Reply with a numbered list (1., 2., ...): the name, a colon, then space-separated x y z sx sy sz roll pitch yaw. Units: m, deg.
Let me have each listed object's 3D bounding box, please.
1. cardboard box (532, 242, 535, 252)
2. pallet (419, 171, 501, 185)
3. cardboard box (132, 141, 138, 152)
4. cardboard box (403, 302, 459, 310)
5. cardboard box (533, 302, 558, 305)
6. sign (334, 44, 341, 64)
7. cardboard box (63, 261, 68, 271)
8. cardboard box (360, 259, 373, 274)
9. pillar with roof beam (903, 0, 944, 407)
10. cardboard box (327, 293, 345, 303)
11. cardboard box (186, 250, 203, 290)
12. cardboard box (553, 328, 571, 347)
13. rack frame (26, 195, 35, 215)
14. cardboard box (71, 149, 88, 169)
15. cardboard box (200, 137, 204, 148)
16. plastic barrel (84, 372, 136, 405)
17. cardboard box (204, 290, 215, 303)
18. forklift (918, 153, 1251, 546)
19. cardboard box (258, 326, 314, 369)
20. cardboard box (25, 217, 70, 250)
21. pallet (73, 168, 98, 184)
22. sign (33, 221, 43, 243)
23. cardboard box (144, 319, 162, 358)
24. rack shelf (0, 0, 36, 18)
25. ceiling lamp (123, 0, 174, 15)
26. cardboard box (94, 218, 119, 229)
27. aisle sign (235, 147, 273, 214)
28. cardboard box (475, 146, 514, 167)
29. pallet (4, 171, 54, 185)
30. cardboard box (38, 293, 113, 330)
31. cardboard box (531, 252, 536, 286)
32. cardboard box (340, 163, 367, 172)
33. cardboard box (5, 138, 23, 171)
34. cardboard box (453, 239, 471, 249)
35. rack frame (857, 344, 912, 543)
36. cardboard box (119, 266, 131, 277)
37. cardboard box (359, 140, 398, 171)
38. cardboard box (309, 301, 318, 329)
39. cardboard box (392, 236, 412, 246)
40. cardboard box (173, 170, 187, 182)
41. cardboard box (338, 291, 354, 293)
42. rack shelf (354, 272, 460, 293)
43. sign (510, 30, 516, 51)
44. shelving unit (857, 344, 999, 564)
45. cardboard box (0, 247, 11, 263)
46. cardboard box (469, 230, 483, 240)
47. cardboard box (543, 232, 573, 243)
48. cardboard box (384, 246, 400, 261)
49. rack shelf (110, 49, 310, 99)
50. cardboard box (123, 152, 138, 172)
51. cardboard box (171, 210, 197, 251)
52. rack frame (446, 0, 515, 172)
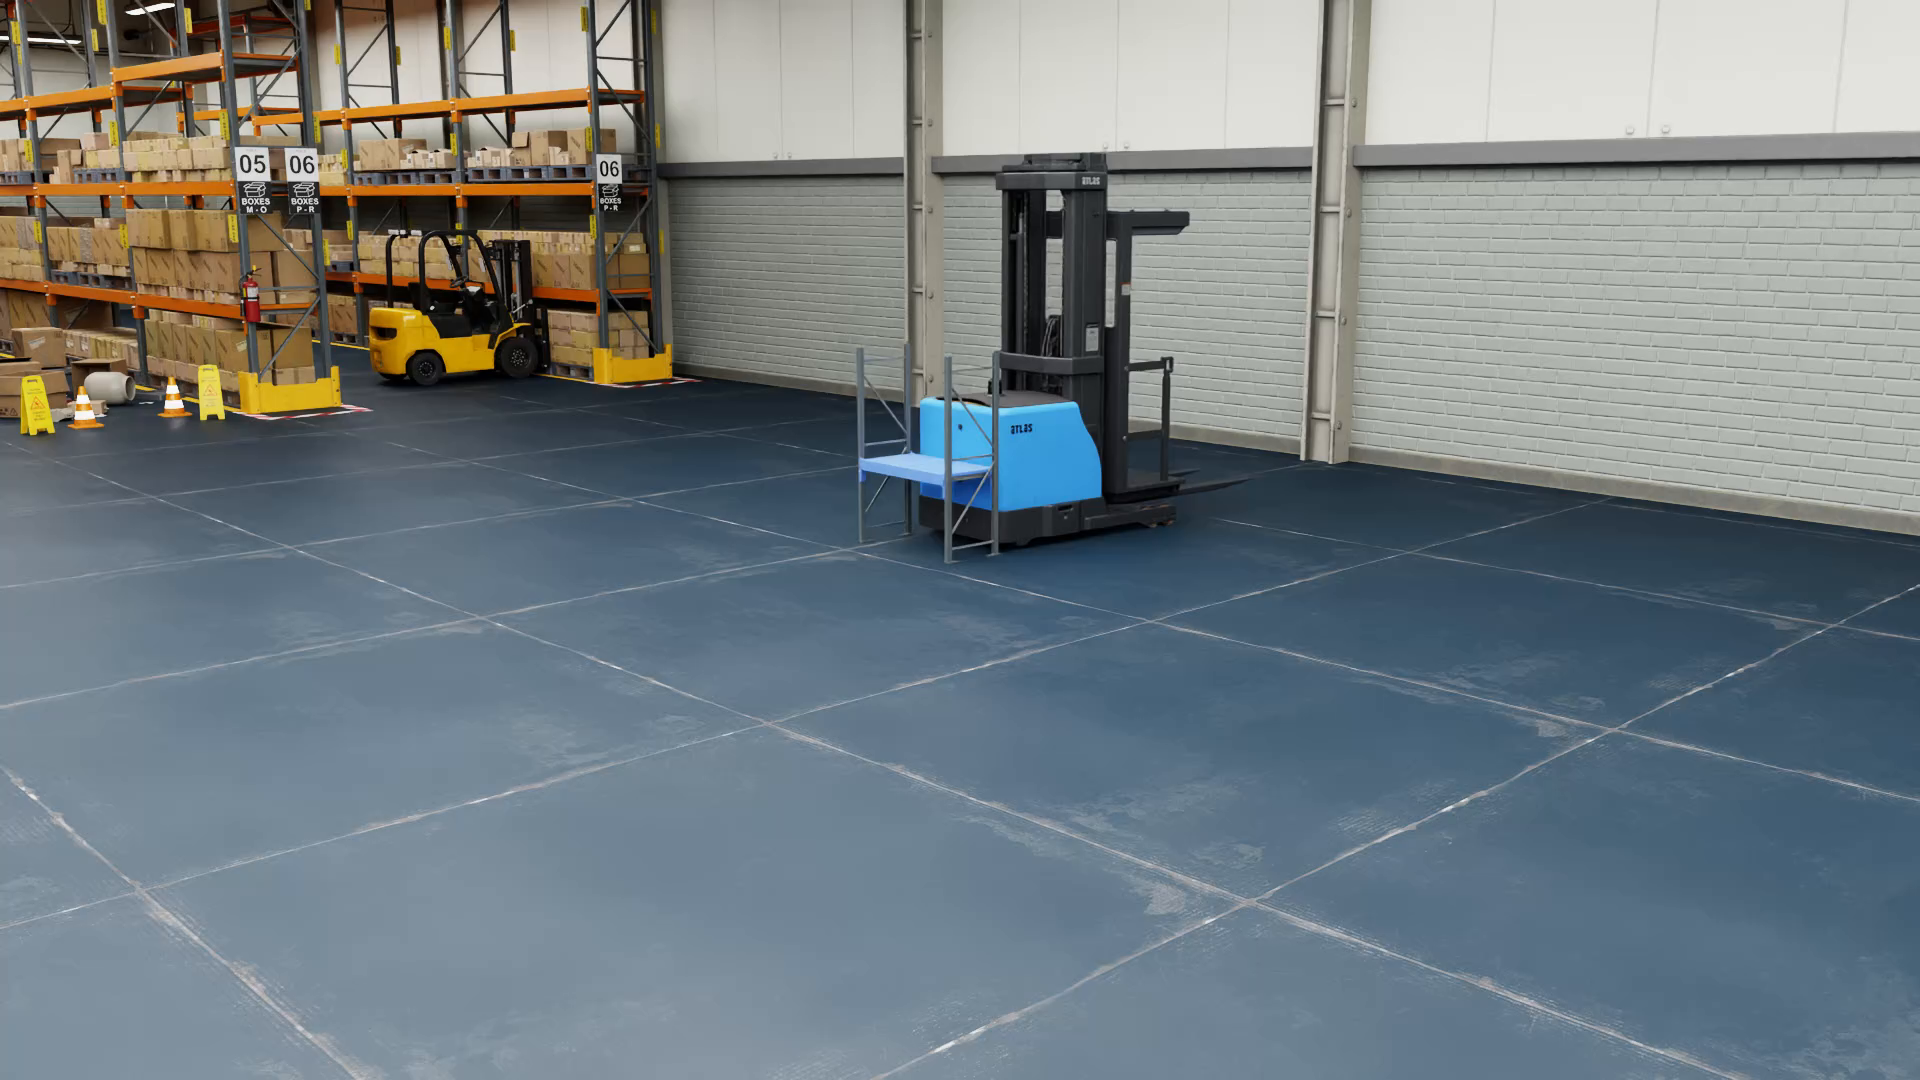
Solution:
1. cardboard box: -6.218 -4.413 25.040 0.380 0.149 0.250 -11 16 -43
2. pallet: -8.146 -5.888 27.096 1.217 0.209 0.805 11 16 43
3. cardboard box: -10.932 -5.304 22.437 0.380 0.149 0.250 -10 15 -41
4. cardboard box: -8.947 -3.726 28.408 0.625 0.625 0.875 11 16 43
5. cardboard box: -6.687 -3.617 26.331 0.500 0.250 0.500 -11 16 -43
6. sign: -10.675 -8.327 28.515 0.100 0.325 0.005 -11 16 -43
7. cardboard box: -13.460 -4.194 25.416 0.250 0.149 0.380 10 16 41
8. cardboard box: -10.160 -4.797 29.132 0.500 0.250 0.500 -11 16 -42
9. pillar with roof beam: -3.564 -5.491 17.265 9.100 9.000 0.400 -11 16 -43
10. cardboard box: -11.497 -4.466 30.702 0.380 0.149 0.250 -11 16 -43
11. cardboard box: -9.612 -3.492 21.442 0.500 0.500 0.500 -11 16 -43
12. cardboard box: -5.666 -3.007 24.610 0.500 0.250 0.500 -11 16 -43
13. rack frame: -16.639 -4.861 29.070 1.000 3.000 0.127 -11 16 -43
14. cardboard box: -12.803 -5.578 24.862 0.797 0.503 0.637 -11 16 -43
15. cardboard box: -9.277 -4.976 20.843 0.380 0.149 0.250 -11 16 -42
16. plastic barrel: -10.874 -1.938 21.269 0.512 0.421 0.421 -1 12 -4
17. cardboard box: -9.382 -3.106 21.178 0.380 0.149 0.250 -11 16 -42
18. forklift: 1.135 -1.606 13.443 3.031 2.935 1.130 -9 15 -38
19. cardboard box: -8.726 -2.495 21.504 0.500 0.500 0.500 11 16 43
20. cardboard box: -14.423 -4.855 26.315 0.500 0.500 0.500 11 16 44
21. pallet: -12.182 -5.326 24.361 1.213 0.211 1.003 -11 16 -43
22. sign: -14.276 -4.766 25.742 0.100 0.325 0.005 -11 16 -43
23. cardboard box: -10.902 -2.796 22.962 0.500 0.500 0.500 -10 15 -40
24. rack shelf: -15.258 -8.782 26.785 1.077 0.370 4.000 -11 16 -43
25. ceiling lamp: -14.062 -10.921 29.155 0.800 3.185 2.000 -11 16 -43
26. cardboard box: -12.288 -4.582 24.087 0.250 0.149 0.380 11 16 43
27. aisle sign: -8.519 -4.333 20.067 0.394 0.787 0.004 -11 16 -43
28. cardboard box: -7.129 -5.910 25.663 0.500 0.311 0.500 -10 16 -41
29. pallet: -14.360 -5.740 26.373 1.213 0.211 1.003 -10 15 -40
30. cardboard box: -14.294 -3.554 26.954 0.875 0.875 0.875 -11 16 -43
31. cardboard box: -6.355 -4.109 25.176 0.500 0.500 0.500 -11 16 -42
32. cardboard box: -10.708 -6.578 29.357 0.380 0.149 0.250 -10 16 -41
33. cardboard box: -14.698 -6.119 26.454 0.500 0.500 0.700 11 16 42
34. cardboard box: -7.924 -4.771 26.779 0.380 0.149 0.250 -10 15 -41
35. rack frame: -0.580 -0.748 12.823 0.500 1.500 0.032 -10 15 -40
36. cardboard box: -11.669 -3.812 23.564 0.380 0.149 0.250 -11 16 -42
37. cardboard box: -9.965 -6.602 28.553 0.500 0.500 0.500 -11 16 -42
38. cardboard box: -11.810 -4.206 31.046 0.500 0.500 0.500 11 16 43
39. cardboard box: -9.516 -5.107 28.409 0.380 0.149 0.250 -11 16 -42
40. cardboard box: -9.894 -4.686 21.414 0.380 0.149 0.250 -11 16 -43
41. cardboard box: -11.512 -4.614 31.421 0.250 0.149 0.380 11 16 43
42. rack shelf: -8.908 -4.325 28.252 1.077 0.370 4.000 -11 16 -43
43. sign: -7.109 -7.932 26.405 0.100 0.325 0.005 -11 16 -43
44. shelving unit: -0.246 -0.670 12.447 0.538 1.500 1.048 -10 15 -40
45. cardboard box: -15.479 -4.705 27.450 0.500 0.250 0.500 11 16 43
46. cardboard box: -7.522 -4.810 26.231 0.380 0.149 0.250 -10 16 -41
47. cardboard box: -5.936 -4.472 24.592 0.380 0.149 0.250 -10 16 -41
48. cardboard box: -9.466 -4.890 28.343 0.500 0.250 0.500 11 16 44
49. rack shelf: -9.733 -5.985 21.454 1.077 0.370 4.000 -11 16 -43
50. cardboard box: -11.009 -5.132 22.589 0.500 0.250 0.500 -11 16 -44
51. cardboard box: -9.634 -3.973 21.298 0.700 0.500 0.500 -11 16 -43
52. rack frame: -7.527 -7.324 26.158 1.000 3.000 0.127 -11 16 -43
